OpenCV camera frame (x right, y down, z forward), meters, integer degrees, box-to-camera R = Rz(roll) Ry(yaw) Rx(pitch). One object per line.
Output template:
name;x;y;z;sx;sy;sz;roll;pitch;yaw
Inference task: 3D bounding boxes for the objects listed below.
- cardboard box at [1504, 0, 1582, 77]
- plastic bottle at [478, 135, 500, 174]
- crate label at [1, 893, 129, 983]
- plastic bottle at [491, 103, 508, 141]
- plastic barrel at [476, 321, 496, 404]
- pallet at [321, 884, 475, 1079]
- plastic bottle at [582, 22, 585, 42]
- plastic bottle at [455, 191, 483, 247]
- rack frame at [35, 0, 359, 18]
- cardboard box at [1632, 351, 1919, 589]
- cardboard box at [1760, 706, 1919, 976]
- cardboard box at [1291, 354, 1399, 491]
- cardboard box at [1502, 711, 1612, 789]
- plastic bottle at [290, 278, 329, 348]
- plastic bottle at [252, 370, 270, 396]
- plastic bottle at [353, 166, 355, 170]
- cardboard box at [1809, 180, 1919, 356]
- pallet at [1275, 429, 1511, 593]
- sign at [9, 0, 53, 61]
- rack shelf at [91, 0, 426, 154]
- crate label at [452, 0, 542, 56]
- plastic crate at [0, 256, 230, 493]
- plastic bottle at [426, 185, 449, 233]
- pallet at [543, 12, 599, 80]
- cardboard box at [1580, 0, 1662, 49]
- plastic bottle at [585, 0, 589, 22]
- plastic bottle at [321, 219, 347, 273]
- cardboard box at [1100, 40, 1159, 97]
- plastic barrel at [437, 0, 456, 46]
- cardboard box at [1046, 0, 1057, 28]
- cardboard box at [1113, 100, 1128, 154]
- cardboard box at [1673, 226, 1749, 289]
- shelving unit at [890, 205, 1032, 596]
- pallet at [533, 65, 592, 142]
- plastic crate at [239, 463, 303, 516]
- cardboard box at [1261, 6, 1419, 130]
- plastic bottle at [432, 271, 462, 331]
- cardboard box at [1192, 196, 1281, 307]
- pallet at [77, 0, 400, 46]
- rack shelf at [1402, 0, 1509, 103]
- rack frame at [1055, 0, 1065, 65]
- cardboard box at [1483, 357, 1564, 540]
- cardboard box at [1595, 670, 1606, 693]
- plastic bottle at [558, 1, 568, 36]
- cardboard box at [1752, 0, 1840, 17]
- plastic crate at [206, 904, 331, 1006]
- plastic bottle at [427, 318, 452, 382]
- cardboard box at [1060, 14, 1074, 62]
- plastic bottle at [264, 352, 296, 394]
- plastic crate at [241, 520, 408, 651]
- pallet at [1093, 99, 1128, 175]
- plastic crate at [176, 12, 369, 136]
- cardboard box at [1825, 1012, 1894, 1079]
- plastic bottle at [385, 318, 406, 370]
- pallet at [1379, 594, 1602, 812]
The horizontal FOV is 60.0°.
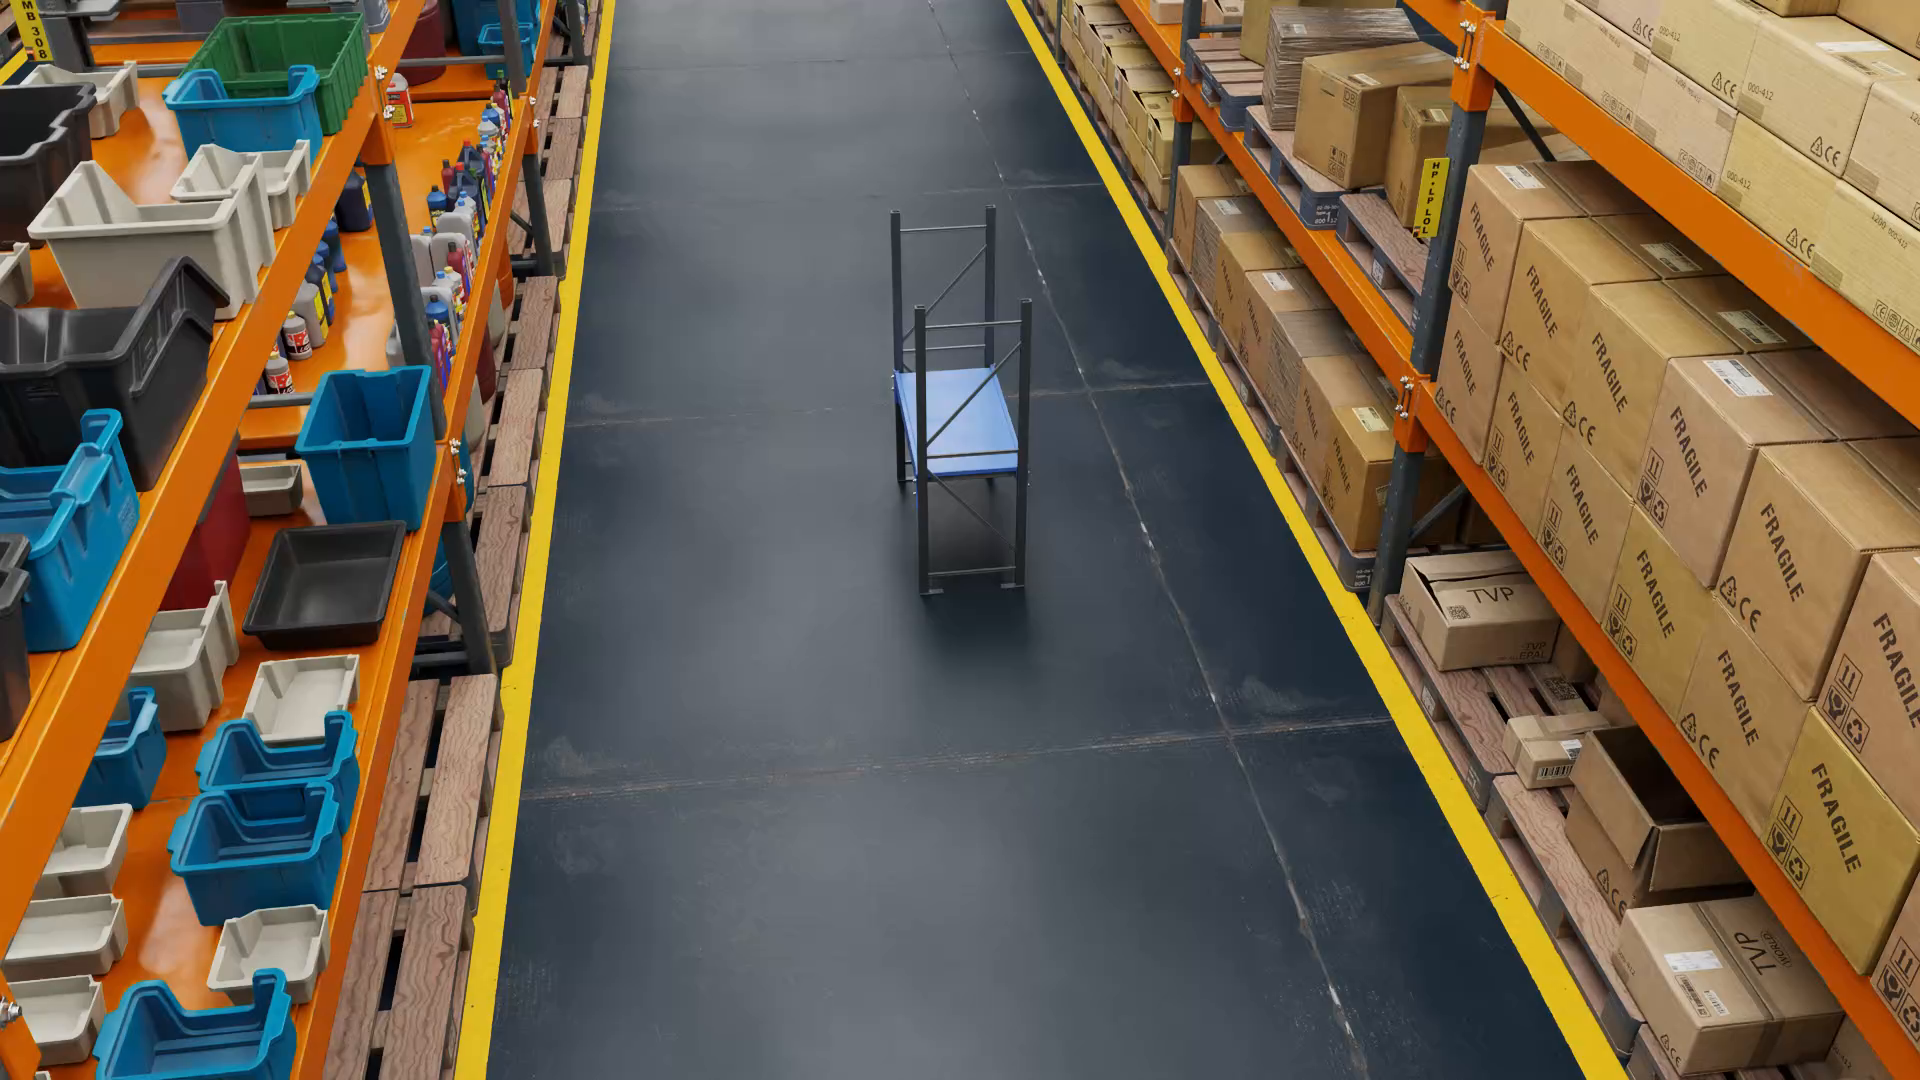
cardboard box;2.217;-1.794;5.688;0.500;0.250;0.500;-4;35;-6
plastic bottle;-2.478;-2.024;8.732;0.097;0.201;0.097;0;34;0
crate label;-2.349;1.025;4.263;0.396;0.136;0.243;-4;35;-6
plastic bottle;-2.544;-2.295;9.131;0.097;0.201;0.097;0;34;0
plastic barrel;-2.815;-1.041;8.882;0.600;0.588;0.708;-4;35;-6
pallet;-2.207;1.709;5.555;1.003;0.211;1.213;-4;35;-6
plastic bottle;-3.210;-4.291;13.977;0.097;0.201;0.097;0;34;0
plastic bottle;-2.354;-1.534;7.952;0.097;0.271;0.097;0;34;0
rack frame;-2.512;-3.012;4.679;1.000;3.000;0.127;-4;35;-6
cardboard box;2.391;-0.214;4.923;0.500;0.500;0.500;-3;34;-5
cardboard box;2.532;0.766;4.374;0.500;0.500;0.500;-4;34;-6
cardboard box;1.989;-0.585;8.274;0.500;0.500;0.500;-4;35;-6
cardboard box;2.366;0.815;6.515;0.380;0.166;0.250;-4;35;-6
plastic bottle;-2.817;-1.012;7.115;0.144;0.351;0.185;-4;35;-6
plastic bottle;-2.885;-0.677;6.691;0.152;0.276;0.135;-4;35;-6
plastic bottle;-3.243;-2.018;8.724;0.097;0.201;0.097;0;34;0
cardboard box;2.468;-0.676;4.048;0.500;0.250;0.500;-4;35;-6
pallet;2.250;-0.205;8.363;1.003;0.211;1.213;-4;35;-6
sign;-3.057;-1.736;5.462;0.100;0.325;0.005;-4;35;-6
rack shelf;-2.781;-2.592;7.364;1.077;0.370;4.000;-4;35;-6
crate label;-2.915;-3.355;10.478;0.502;0.435;0.616;-4;35;-6
plastic crate;-1.907;-0.388;3.548;0.504;0.338;0.767;-4;35;-6
plastic bottle;-2.510;-1.578;8.016;0.097;0.271;0.097;0;34;0
pallet;-3.637;-4.223;14.260;1.003;0.211;1.213;-4;35;-6
cardboard box;2.286;-1.721;5.138;0.500;0.250;0.500;-4;35;-6
plastic bottle;-3.310;-4.672;14.403;0.144;0.351;0.185;-6;35;-8
plastic bottle;-2.930;-1.385;7.733;0.097;0.271;0.097;0;34;0
cardboard box;1.338;-3.532;12.340;0.500;0.311;0.500;-3;34;-5
plastic barrel;-3.400;-3.369;10.431;0.421;0.512;0.421;0;34;0
cardboard box;1.042;-4.650;14.479;0.500;0.250;0.500;-4;35;-6
cardboard box;1.409;-3.019;12.085;0.500;0.250;0.500;-4;34;-5
cardboard box;2.793;-0.813;5.802;0.500;0.500;0.500;-5;35;-7
shelving unit;-0.011;-0.667;7.897;0.538;1.500;1.048;-4;35;-6
pallet;-3.443;-3.410;13.066;1.003;0.211;1.213;-4;35;-6
plastic crate;-2.591;-0.179;6.029;0.396;0.136;0.243;-4;35;-6
cardboard box;1.989;-2.486;8.772;0.700;0.500;0.500;2;34;3
plastic bottle;-2.234;-1.038;7.224;0.097;0.271;0.097;0;34;0
cardboard box;1.713;-1.720;9.939;0.500;0.500;0.500;-6;35;-8
pallet;-2.714;-2.125;6.208;1.213;0.211;1.003;-4;35;-6
rack shelf;2.128;-2.965;7.912;1.077;0.370;4.000;-4;35;-6
rack frame;1.321;-5.371;13.467;1.000;3.000;0.127;-4;35;-6
cardboard box;2.268;-0.357;6.022;0.500;0.500;0.500;-4;34;-6
cardboard box;2.865;0.591;6.860;0.380;0.149;0.250;-4;35;-6
plastic bottle;-3.372;-4.438;14.120;0.061;0.283;0.133;-4;35;-6
cardboard box;2.501;-1.764;4.534;0.700;0.500;0.500;-4;35;-6
plastic crate;-1.733;1.057;4.217;0.250;0.136;0.298;-4;35;-6
plastic bottle;-2.156;-0.796;6.859;0.061;0.283;0.133;-4;35;-6
cardboard box;1.130;-4.164;13.765;0.500;0.250;0.500;-5;35;-8
plastic bottle;-2.764;-0.666;6.741;0.097;0.201;0.097;0;34;0
plastic crate;-2.095;0.160;5.543;0.437;0.125;0.590;-4;35;-6
pallet;1.626;-3.128;12.652;1.003;0.211;1.213;-4;35;-6
plastic crate;-2.155;-1.472;5.271;0.450;0.188;0.662;-4;35;-6
cardboard box;3.076;1.676;5.178;0.500;0.250;0.500;-4;35;-6
plastic bottle;-2.243;-0.756;6.740;0.144;0.351;0.185;-4;35;-6
pallet;2.489;0.629;7.139;1.003;0.211;1.213;-4;35;-6
